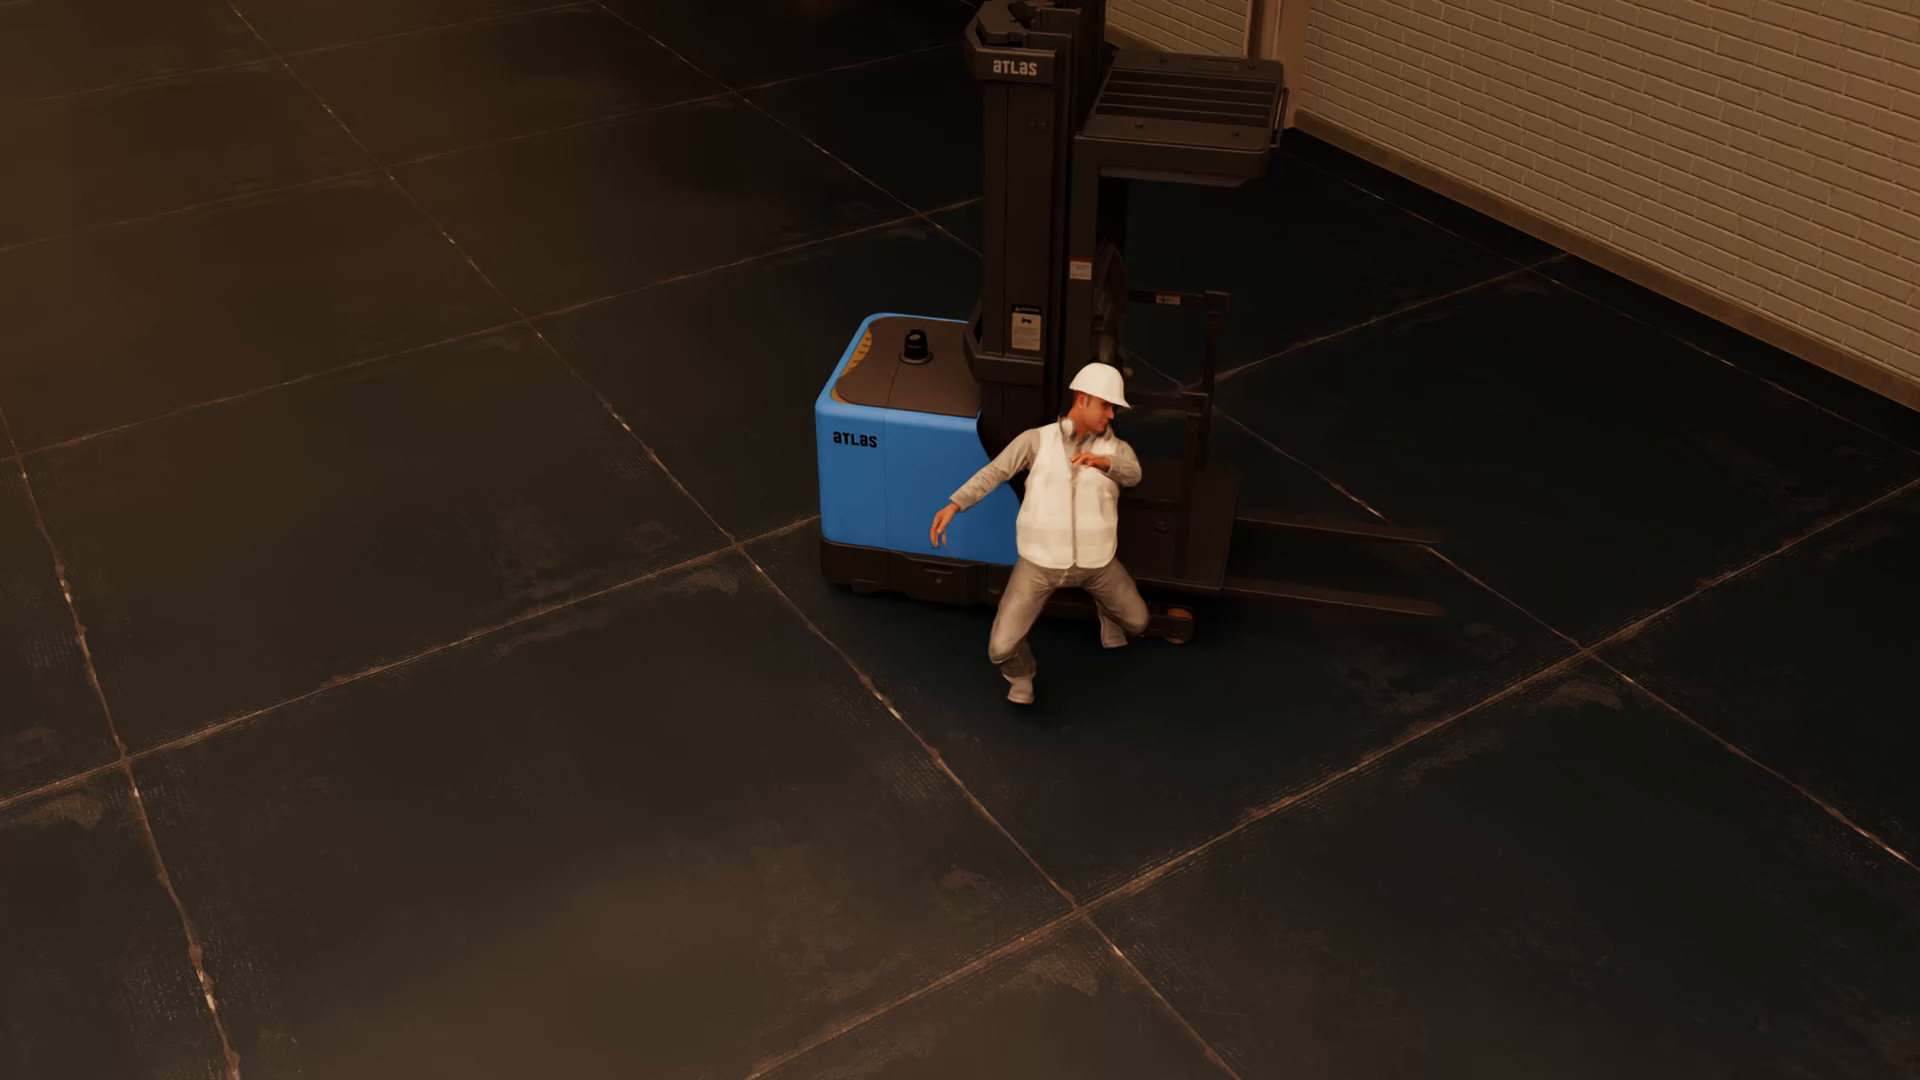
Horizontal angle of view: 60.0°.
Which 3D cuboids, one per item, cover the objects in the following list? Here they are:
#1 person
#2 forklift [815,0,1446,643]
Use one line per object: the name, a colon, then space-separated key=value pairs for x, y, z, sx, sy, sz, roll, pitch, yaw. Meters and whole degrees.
person: x=0.353 y=0.056 z=7.276 sx=1.018 sy=1.501 sz=0.727 roll=-7 pitch=36 yaw=-9
forklift: x=0.876 y=-1.040 z=7.628 sx=3.031 sy=2.935 sz=1.130 roll=7 pitch=36 yaw=10
